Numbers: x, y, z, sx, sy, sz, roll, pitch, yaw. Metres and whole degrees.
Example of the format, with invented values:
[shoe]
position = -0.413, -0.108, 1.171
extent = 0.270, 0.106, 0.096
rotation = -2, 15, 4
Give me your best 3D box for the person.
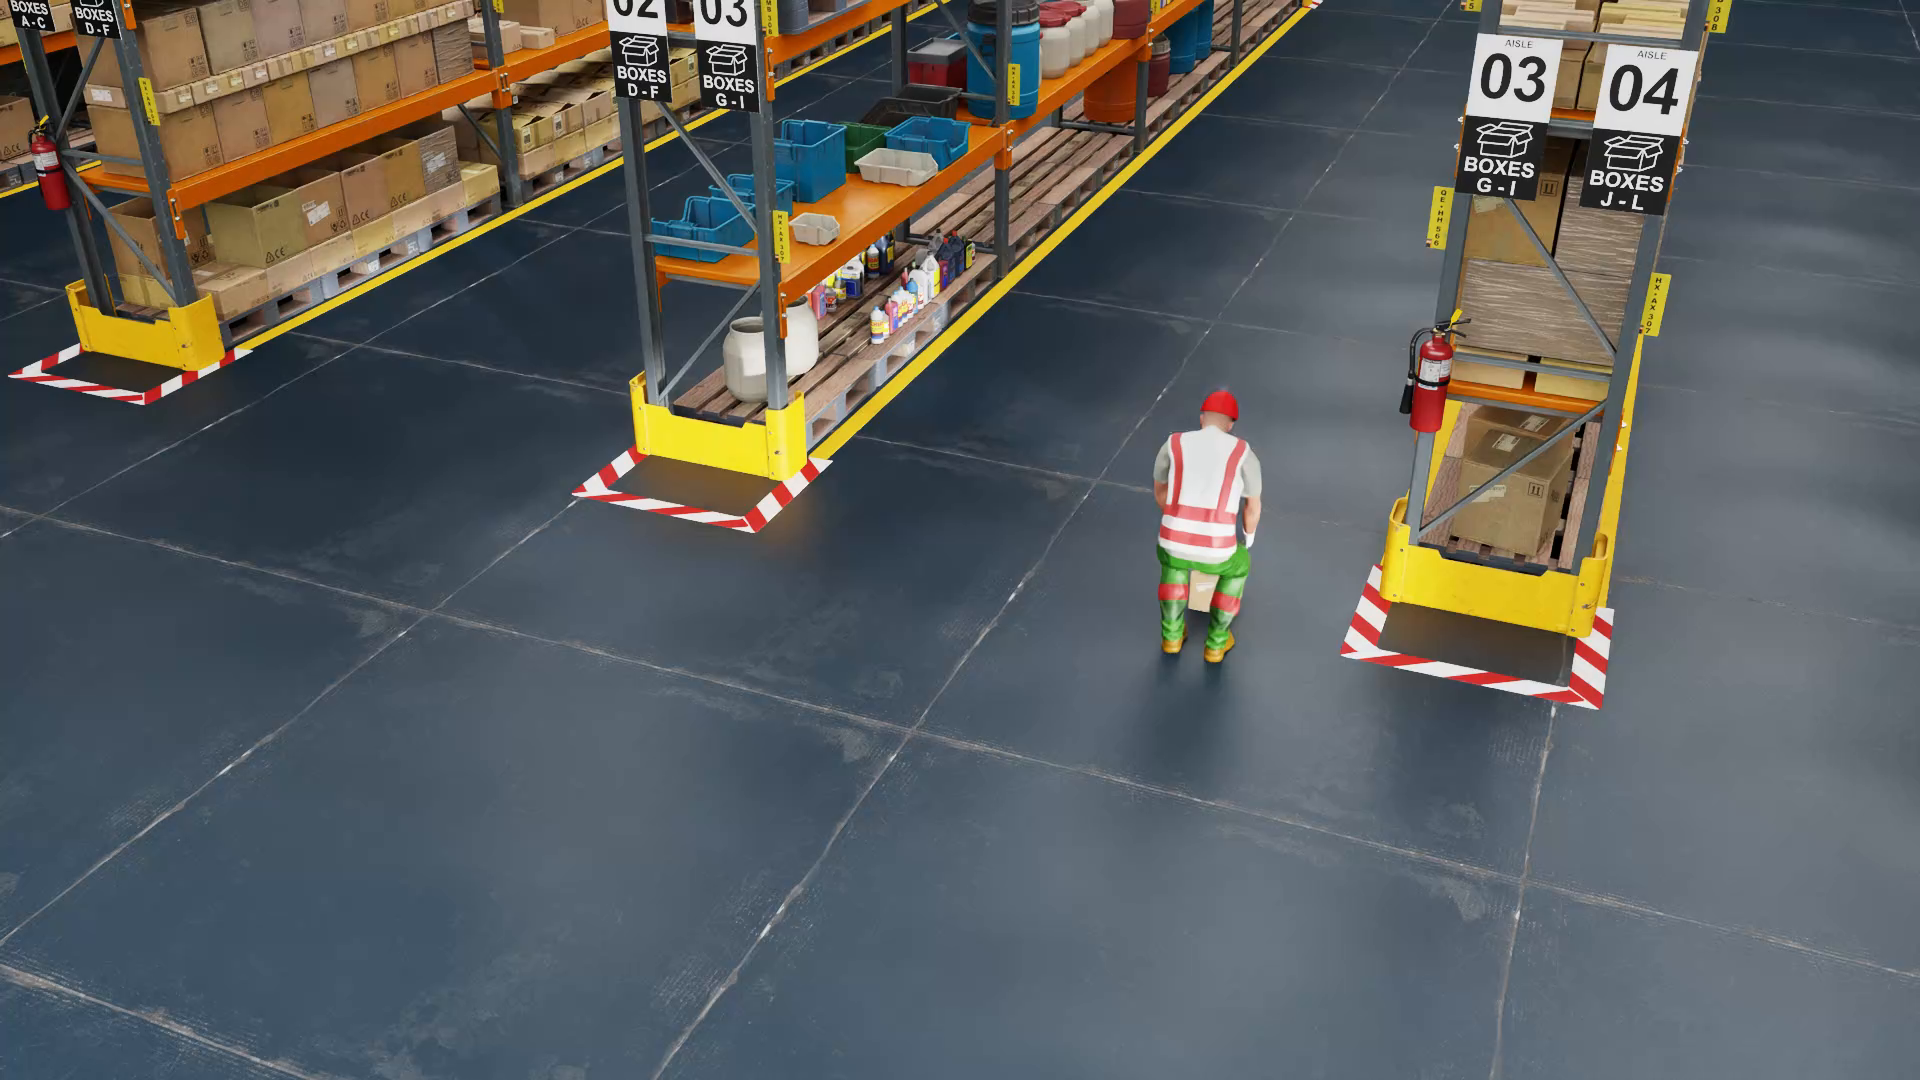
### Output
[person]
position = 1.286, -0.062, 8.904
extent = 0.584, 1.381, 0.782
rotation = 11, 31, 19
